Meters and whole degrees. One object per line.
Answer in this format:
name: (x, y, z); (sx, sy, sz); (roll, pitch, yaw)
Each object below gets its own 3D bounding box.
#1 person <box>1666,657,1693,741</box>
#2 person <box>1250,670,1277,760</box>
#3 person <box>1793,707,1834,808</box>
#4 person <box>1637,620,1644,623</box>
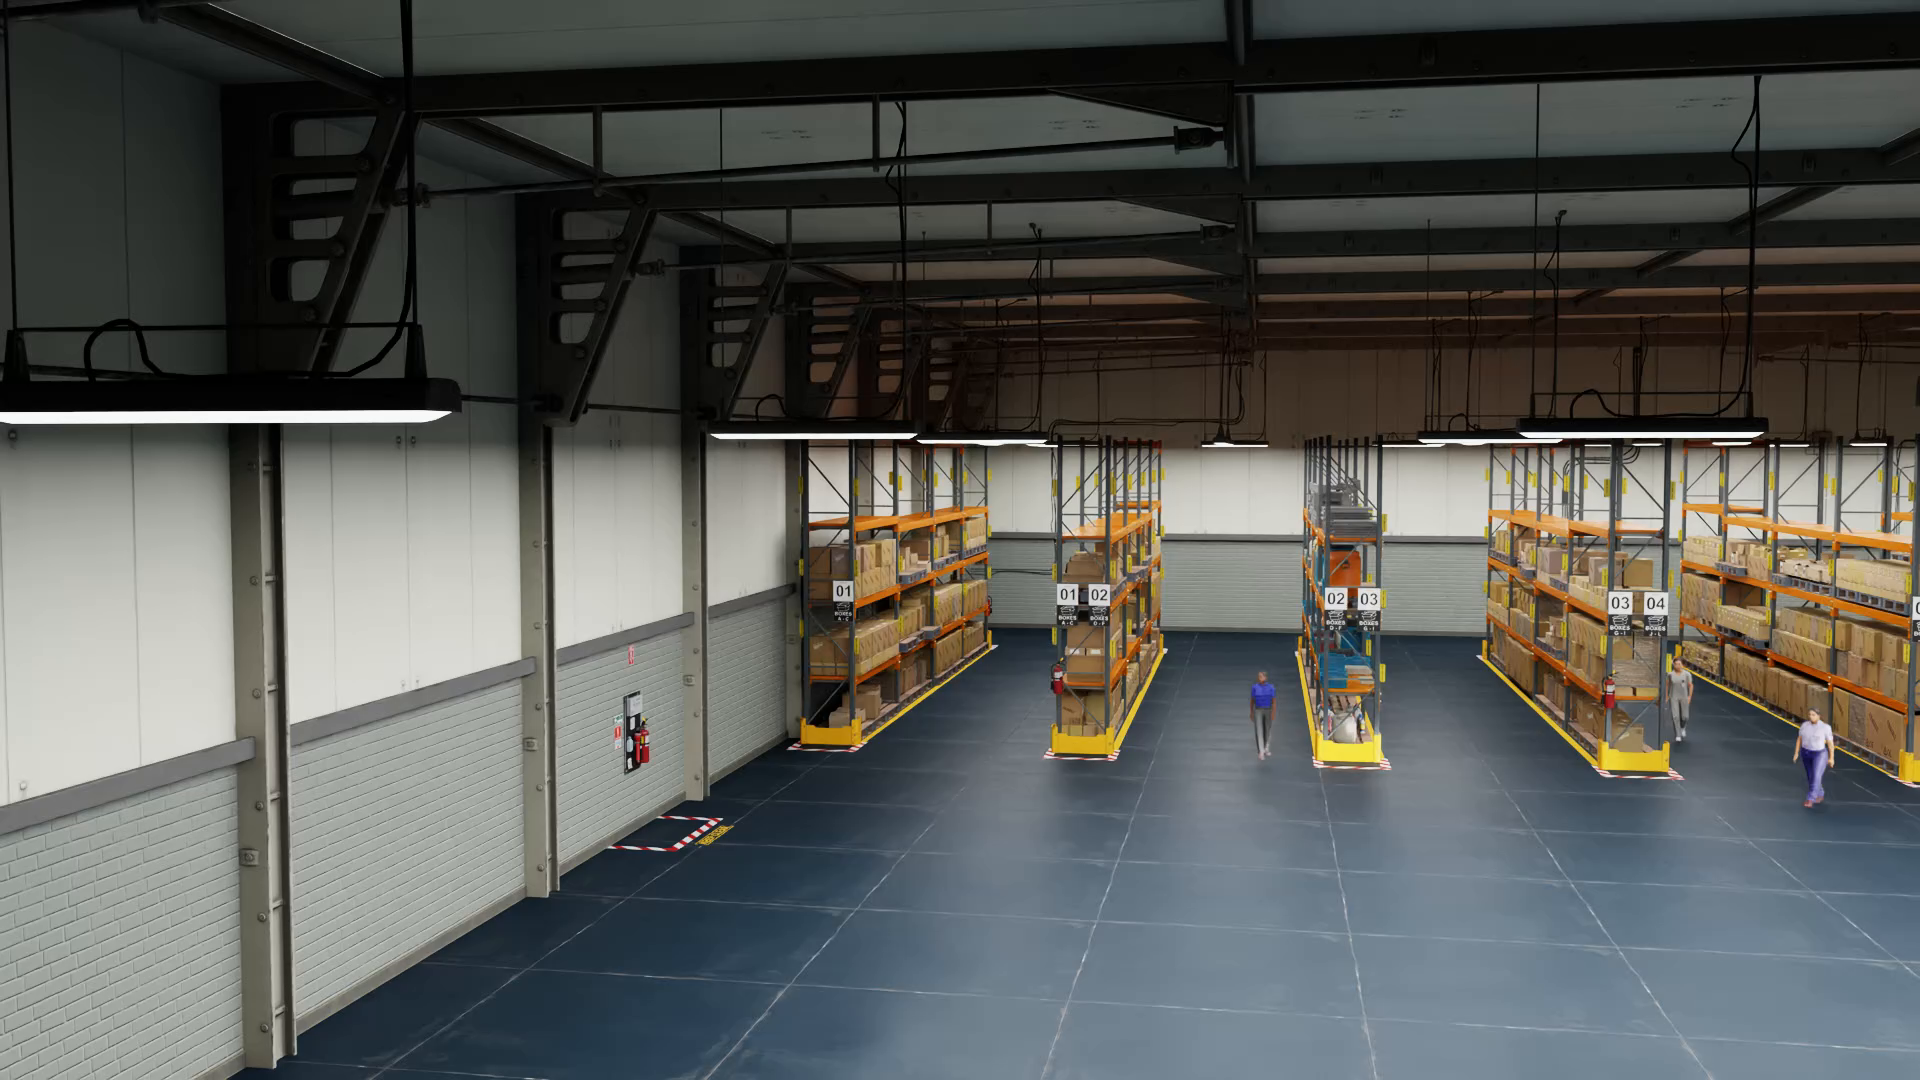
person: (14.215, 3.126, 32.891); (0.501, 1.652, 0.608); (1, 3, 22)
person: (5.621, 3.229, 30.782); (0.475, 1.607, 0.898); (0, 3, 8)
person: (13.638, 3.467, 26.637); (1.021, 1.587, 0.506); (-2, 4, -32)
person: (18.033, 2.436, 44.486); (0.597, 1.773, 0.705); (1, 3, 21)
